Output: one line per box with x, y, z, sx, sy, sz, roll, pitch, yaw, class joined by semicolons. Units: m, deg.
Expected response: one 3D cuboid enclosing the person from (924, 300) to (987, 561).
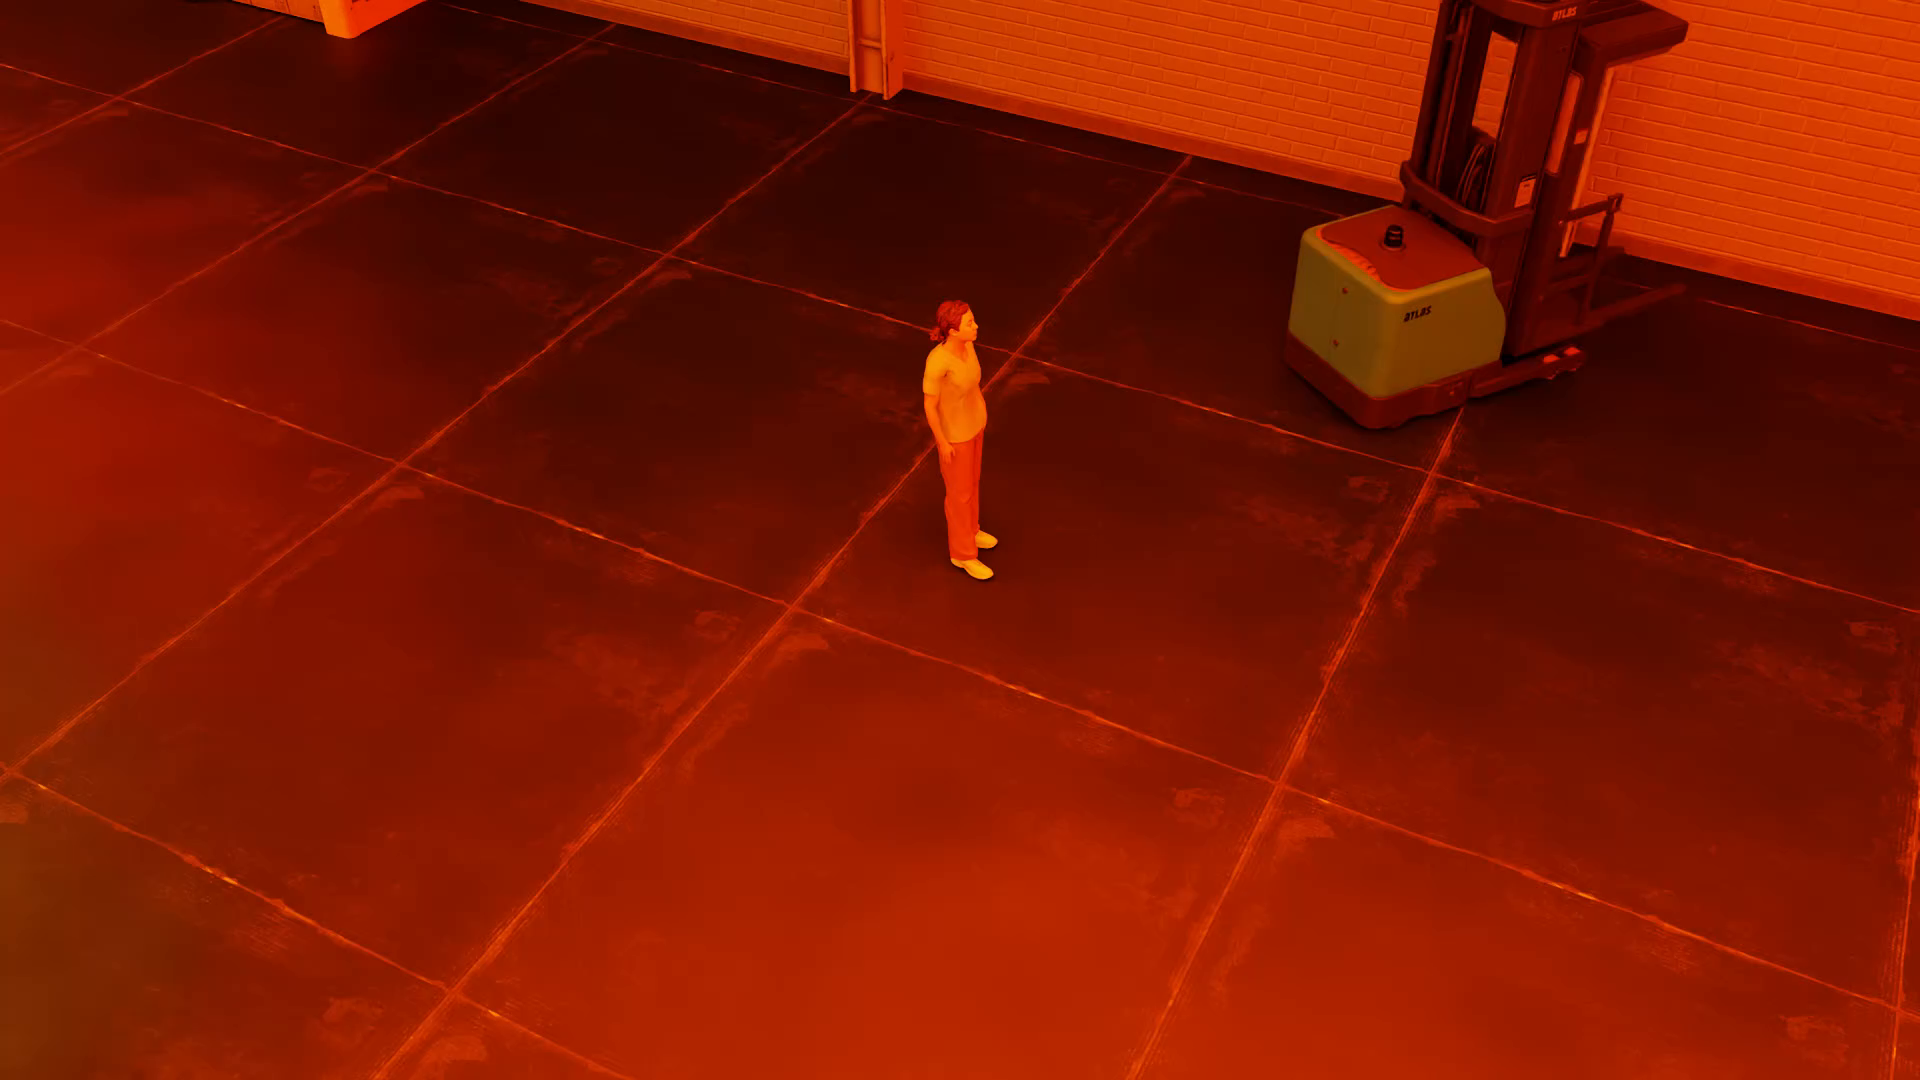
0.011;-0.666;9.690;0.426;1.609;0.536;18;43;21;person

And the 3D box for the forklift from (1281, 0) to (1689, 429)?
3.802;-2.528;10.988;3.031;2.935;1.130;-19;44;-21;forklift
